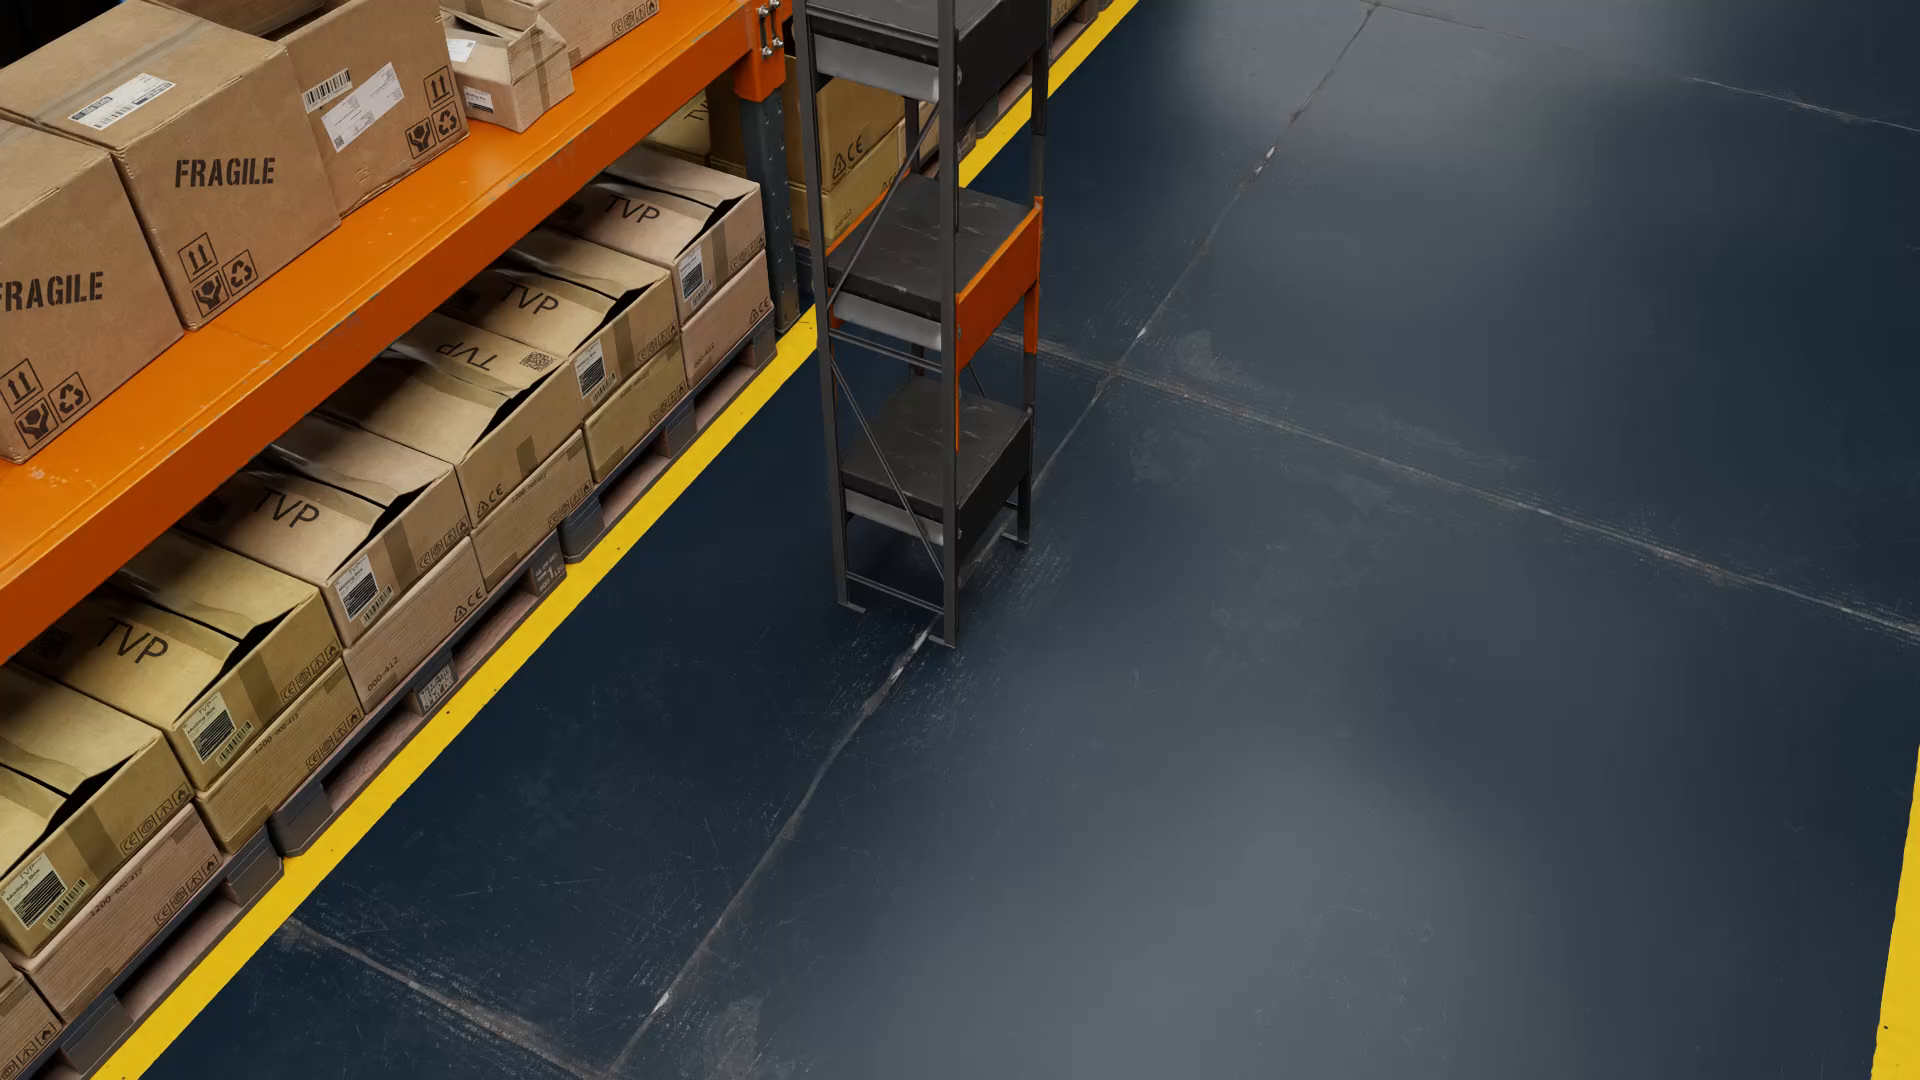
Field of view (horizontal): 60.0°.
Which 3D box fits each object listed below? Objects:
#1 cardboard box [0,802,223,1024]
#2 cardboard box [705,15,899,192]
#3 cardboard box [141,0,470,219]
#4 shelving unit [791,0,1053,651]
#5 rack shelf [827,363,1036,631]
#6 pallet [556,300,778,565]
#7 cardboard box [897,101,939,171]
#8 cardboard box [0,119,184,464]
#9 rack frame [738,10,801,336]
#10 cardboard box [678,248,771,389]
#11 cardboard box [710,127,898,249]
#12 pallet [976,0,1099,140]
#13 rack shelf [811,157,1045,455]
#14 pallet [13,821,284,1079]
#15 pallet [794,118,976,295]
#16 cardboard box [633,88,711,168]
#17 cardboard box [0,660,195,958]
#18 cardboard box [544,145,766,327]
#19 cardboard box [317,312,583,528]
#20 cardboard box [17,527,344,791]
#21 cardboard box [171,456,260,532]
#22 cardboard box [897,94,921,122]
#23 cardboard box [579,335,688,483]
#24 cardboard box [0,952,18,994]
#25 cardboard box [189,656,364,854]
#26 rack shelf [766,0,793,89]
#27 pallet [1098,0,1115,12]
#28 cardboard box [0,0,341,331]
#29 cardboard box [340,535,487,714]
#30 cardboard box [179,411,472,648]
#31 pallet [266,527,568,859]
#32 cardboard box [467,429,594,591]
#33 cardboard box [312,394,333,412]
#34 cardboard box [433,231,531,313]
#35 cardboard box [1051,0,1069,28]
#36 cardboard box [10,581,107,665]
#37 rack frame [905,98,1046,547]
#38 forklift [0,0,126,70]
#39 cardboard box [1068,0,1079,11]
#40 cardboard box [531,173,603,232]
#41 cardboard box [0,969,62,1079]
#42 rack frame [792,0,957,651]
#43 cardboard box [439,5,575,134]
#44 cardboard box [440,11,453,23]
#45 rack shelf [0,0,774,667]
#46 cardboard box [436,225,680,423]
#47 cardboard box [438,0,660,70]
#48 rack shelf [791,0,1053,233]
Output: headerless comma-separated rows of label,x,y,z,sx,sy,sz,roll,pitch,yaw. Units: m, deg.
cardboard box,-2.170,0.798,3.990,0.500,0.250,0.500,19,48,18
cardboard box,-0.557,-1.624,5.857,0.500,0.500,0.500,20,49,19
cardboard box,-1.665,-1.215,4.272,0.500,0.500,0.500,24,50,22
shelving unit,-0.077,-0.634,4.400,0.431,2.100,0.503,20,49,19
rack shelf,-0.077,-0.132,4.908,0.431,0.518,0.480,20,49,19
pallet,-1.357,-0.533,5.629,1.003,0.211,1.213,20,49,19
cardboard box,-0.329,-1.677,6.436,0.500,0.250,0.500,20,49,19
cardboard box,-2.142,-0.568,3.632,0.500,0.500,0.500,18,48,17
rack frame,-1.049,-1.990,5.108,1.000,3.000,0.127,20,49,19
cardboard box,-0.985,-0.815,5.584,0.500,0.250,0.500,20,49,19
cardboard box,-0.566,-1.364,6.127,0.500,0.250,0.500,20,49,19
pallet,-0.078,-2.269,7.344,1.003,0.211,1.213,20,49,19
rack shelf,-0.077,-0.624,4.410,0.431,0.518,0.480,20,49,19
pallet,-2.490,1.004,4.109,1.003,0.211,1.213,20,49,19
pallet,-0.643,-1.497,6.581,1.003,0.211,1.213,20,49,19
cardboard box,-1.028,-1.536,6.297,0.500,0.250,0.500,20,49,19
cardboard box,-2.167,0.585,3.807,0.500,0.311,0.500,19,48,18
cardboard box,-0.984,-1.019,5.392,0.500,0.311,0.500,20,49,19
cardboard box,-1.453,-0.375,4.756,0.500,0.311,0.500,20,49,19
cardboard box,-1.928,0.264,4.124,0.500,0.311,0.500,19,48,18
cardboard box,-2.174,-0.222,4.604,0.500,0.311,0.500,22,49,20
cardboard box,-0.332,-1.941,6.171,0.500,0.500,0.500,20,49,19
cardboard box,-1.222,-0.497,5.270,0.500,0.250,0.500,20,49,18
cardboard box,-2.403,0.918,3.477,0.500,0.311,0.500,22,49,20
cardboard box,-1.934,0.469,4.316,0.500,0.250,0.500,19,48,18
rack shelf,-0.121,-2.998,6.609,1.077,0.370,4.000,20,49,19
pallet,0.489,-3.035,8.101,1.003,0.211,1.213,20,49,19
cardboard box,-1.897,-0.900,3.960,0.500,0.500,0.500,21,49,19
cardboard box,-1.696,0.146,4.635,0.500,0.250,0.500,21,49,20
cardboard box,-1.690,-0.060,4.444,0.500,0.311,0.500,20,49,19
pallet,-1.922,0.238,4.866,1.003,0.211,1.213,20,49,19
cardboard box,-1.459,-0.174,4.951,0.500,0.250,0.500,21,49,20
cardboard box,-1.938,-0.550,4.929,0.500,0.311,0.500,19,48,18
cardboard box,-1.699,-0.877,5.251,0.500,0.311,0.500,20,49,19
cardboard box,0.134,-2.307,7.059,0.500,0.250,0.500,20,49,19
cardboard box,-2.409,0.093,4.292,0.500,0.311,0.500,20,49,19
rack frame,0.036,-0.788,4.552,0.400,2.100,0.015,20,49,19
forklift,-3.613,-1.889,5.056,1.130,2.935,3.031,27,51,24
cardboard box,0.368,-2.621,7.370,0.500,0.250,0.500,20,49,19
cardboard box,-1.462,-1.191,5.561,0.500,0.311,0.500,21,49,19
cardboard box,-2.403,1.115,3.677,0.500,0.250,0.500,20,49,19
rack frame,-0.190,-0.480,4.248,0.400,2.100,0.015,20,49,19
cardboard box,-1.295,-1.329,4.549,0.396,0.266,0.258,19,48,18
cardboard box,-1.642,-1.411,4.713,0.380,0.149,0.250,20,49,19
rack shelf,-1.978,-0.478,4.119,1.077,0.370,4.000,20,49,19
cardboard box,-1.219,-0.689,5.066,0.500,0.311,0.500,22,49,20
cardboard box,-1.239,-1.613,4.841,0.500,0.250,0.500,23,50,21
rack shelf,-0.077,-1.116,3.912,0.431,0.518,0.480,20,49,19
